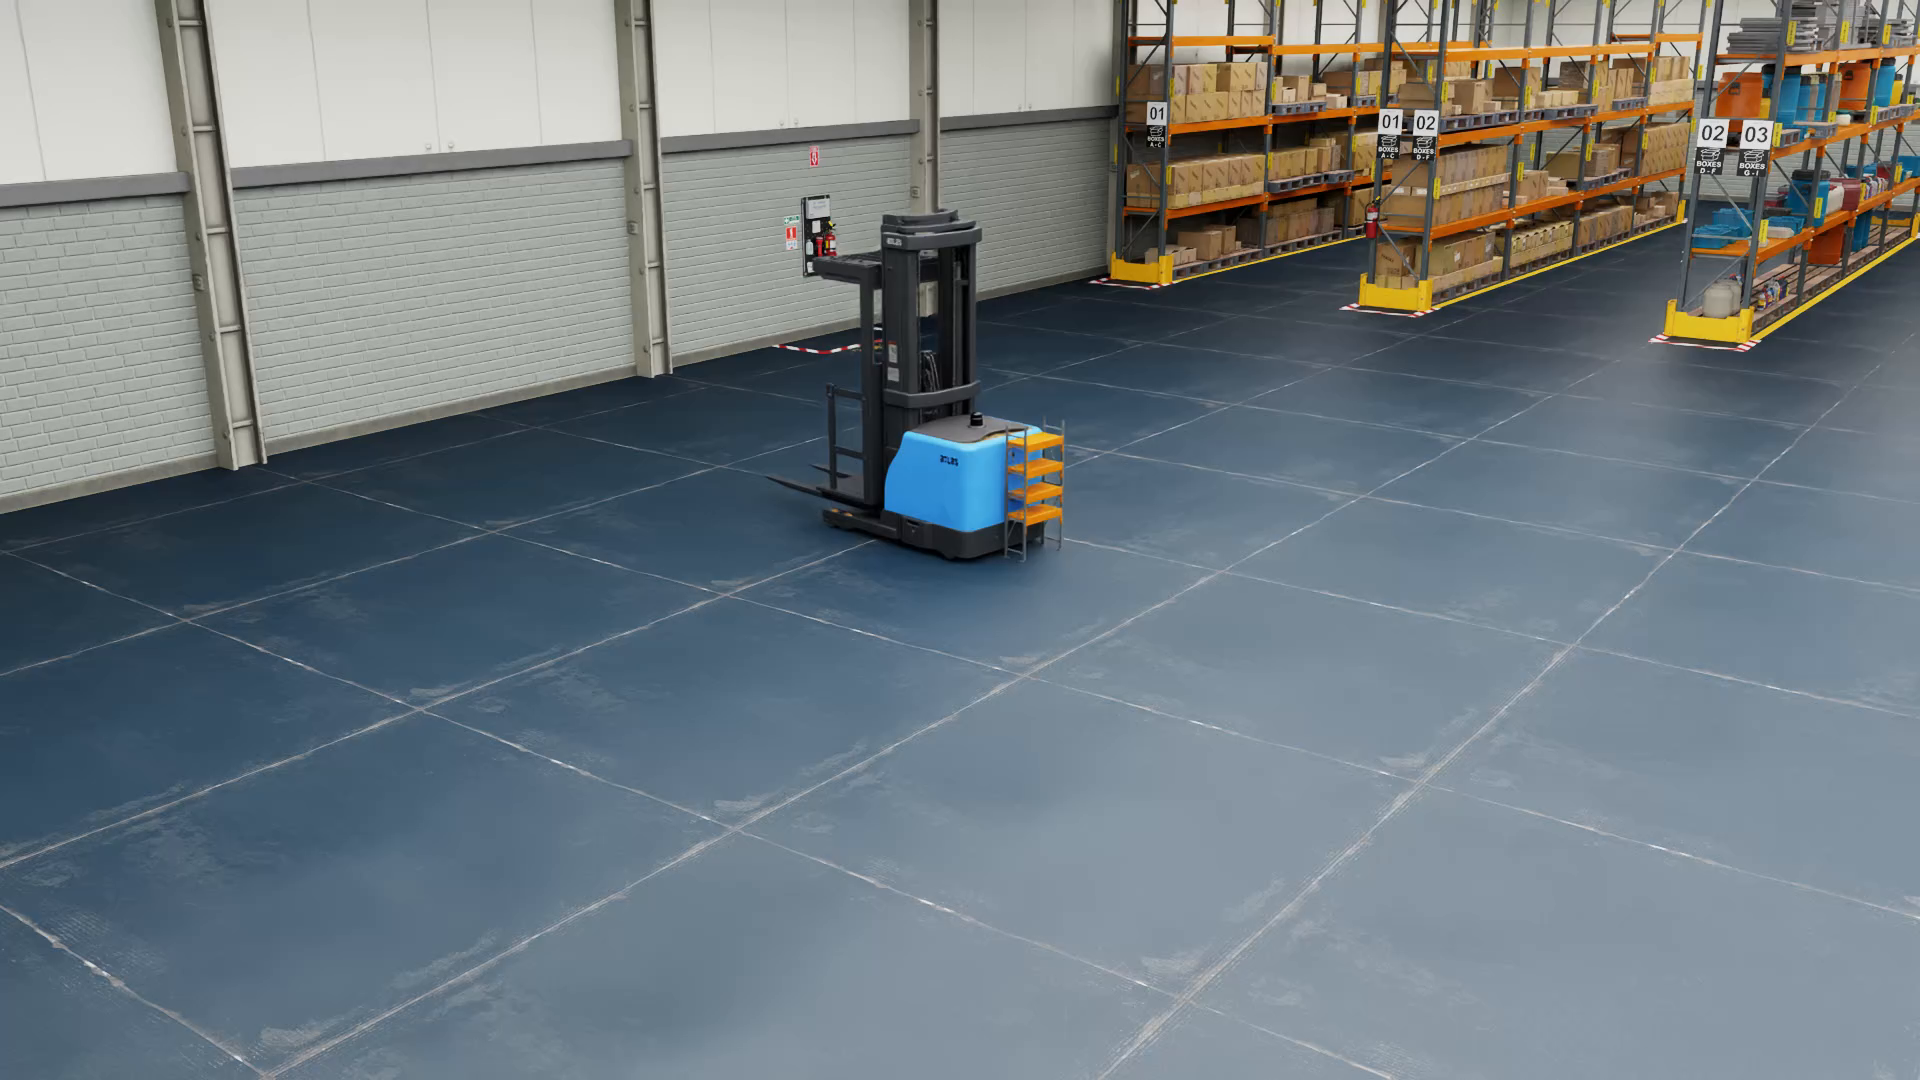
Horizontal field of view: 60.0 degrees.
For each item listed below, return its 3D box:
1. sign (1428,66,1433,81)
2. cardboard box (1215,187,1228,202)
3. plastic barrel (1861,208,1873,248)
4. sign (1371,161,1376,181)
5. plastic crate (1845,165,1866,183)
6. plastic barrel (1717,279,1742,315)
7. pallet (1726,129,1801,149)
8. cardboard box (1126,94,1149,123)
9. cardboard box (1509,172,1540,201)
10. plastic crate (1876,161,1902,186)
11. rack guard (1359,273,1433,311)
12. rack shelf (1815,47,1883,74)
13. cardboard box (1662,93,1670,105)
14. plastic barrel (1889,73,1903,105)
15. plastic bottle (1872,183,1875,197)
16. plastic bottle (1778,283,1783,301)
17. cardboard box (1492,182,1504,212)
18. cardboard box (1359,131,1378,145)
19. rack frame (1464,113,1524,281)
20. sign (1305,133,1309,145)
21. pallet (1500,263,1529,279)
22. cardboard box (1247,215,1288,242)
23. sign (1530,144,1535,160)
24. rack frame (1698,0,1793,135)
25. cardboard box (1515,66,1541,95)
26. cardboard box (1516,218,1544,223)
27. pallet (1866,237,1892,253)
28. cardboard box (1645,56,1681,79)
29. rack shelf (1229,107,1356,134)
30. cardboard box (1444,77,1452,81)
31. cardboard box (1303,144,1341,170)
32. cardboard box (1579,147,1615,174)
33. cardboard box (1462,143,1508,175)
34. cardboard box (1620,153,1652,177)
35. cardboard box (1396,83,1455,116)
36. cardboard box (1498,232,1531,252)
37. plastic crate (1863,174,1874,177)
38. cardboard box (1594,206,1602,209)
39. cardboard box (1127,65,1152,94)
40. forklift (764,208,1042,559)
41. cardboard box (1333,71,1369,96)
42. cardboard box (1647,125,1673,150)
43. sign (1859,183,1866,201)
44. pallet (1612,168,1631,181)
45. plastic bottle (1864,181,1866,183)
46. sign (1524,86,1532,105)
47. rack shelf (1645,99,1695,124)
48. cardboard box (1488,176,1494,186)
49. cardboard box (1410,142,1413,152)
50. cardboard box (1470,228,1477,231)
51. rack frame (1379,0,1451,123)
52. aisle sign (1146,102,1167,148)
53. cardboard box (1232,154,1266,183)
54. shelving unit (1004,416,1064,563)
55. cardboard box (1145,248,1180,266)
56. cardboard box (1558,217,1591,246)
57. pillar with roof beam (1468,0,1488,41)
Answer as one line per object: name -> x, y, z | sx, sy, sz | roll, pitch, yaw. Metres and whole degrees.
sign -> 10.889, -10.807, 38.532 | 0.100, 0.325, 0.005 | 12, 21, 35
cardboard box -> 4.752, -6.577, 31.590 | 0.500, 0.250, 0.500 | 13, 21, 35
plastic barrel -> 18.066, -6.392, 33.605 | 0.600, 0.901, 0.708 | 12, 21, 35
sign -> 6.850, -6.103, 27.494 | 0.100, 0.325, 0.005 | 12, 21, 35
plastic crate -> 18.408, -7.512, 34.309 | 0.392, 0.384, 0.575 | 12, 21, 35
plastic barrel -> 11.883, -3.764, 25.799 | 0.421, 0.512, 0.421 | 0, 17, 0
pallet -> 11.825, -5.984, 24.722 | 1.003, 0.211, 1.213 | 12, 21, 35
cardboard box -> 3.343, -7.846, 30.199 | 0.500, 0.500, 0.500 | 14, 22, 39
cardboard box -> 10.744, -6.763, 31.803 | 0.500, 0.500, 0.500 | 12, 21, 35
plastic crate -> 19.137, -7.548, 34.287 | 0.402, 0.464, 0.583 | 12, 21, 35
rack guard -> 7.264, -4.139, 27.734 | 1.175, 0.500, 0.348 | 12, 21, 35
rack shelf -> 14.829, -8.221, 28.438 | 1.077, 0.370, 4.000 | 12, 21, 35
cardboard box -> 15.517, -9.866, 37.159 | 0.500, 0.250, 0.500 | 12, 21, 35
plastic barrel -> 18.023, -8.790, 32.413 | 0.600, 0.588, 0.600 | 0, 17, 0
plastic bottle -> 17.692, -6.815, 32.348 | 0.152, 0.276, 0.135 | 12, 21, 35
plastic bottle -> 13.307, -4.031, 27.012 | 0.061, 0.283, 0.133 | 14, 22, 38
cardboard box -> 9.402, -6.232, 30.091 | 0.700, 0.500, 0.500 | 12, 21, 33
cardboard box -> 9.156, -8.986, 37.160 | 0.500, 0.250, 0.500 | 13, 21, 35
rack frame -> 9.661, -6.291, 30.449 | 1.000, 3.000, 0.127 | 12, 21, 35
sign -> 7.616, -8.768, 36.475 | 0.100, 0.325, 0.005 | 12, 21, 35
pallet -> 10.069, -5.141, 31.450 | 1.003, 0.211, 1.213 | 12, 21, 35
cardboard box -> 6.373, -6.492, 34.570 | 0.700, 0.500, 0.500 | 12, 21, 34
sign -> 11.603, -7.852, 33.659 | 0.100, 0.325, 0.005 | 12, 21, 35
rack frame -> 11.254, -7.327, 23.670 | 1.000, 3.000, 0.127 | 12, 21, 35
cardboard box -> 10.381, -8.490, 30.754 | 0.500, 0.500, 0.500 | 15, 23, 40
cardboard box -> 11.497, -6.326, 33.545 | 0.500, 0.311, 0.500 | 13, 22, 37
pallet -> 18.811, -6.170, 34.763 | 1.003, 0.211, 1.213 | 12, 21, 35
cardboard box -> 16.152, -10.877, 38.307 | 0.700, 0.500, 0.500 | 12, 21, 35
rack shelf -> 6.872, -8.730, 34.461 | 1.077, 0.370, 4.000 | 12, 21, 35
cardboard box -> 11.386, -10.917, 39.664 | 0.500, 0.250, 0.500 | 12, 21, 34
cardboard box -> 7.792, -8.262, 35.887 | 0.700, 0.500, 0.500 | 10, 20, 28
cardboard box -> 13.425, -8.013, 35.118 | 0.700, 0.500, 0.500 | 7, 19, 21
cardboard box -> 9.402, -6.851, 29.898 | 0.700, 0.500, 0.500 | 13, 21, 35
cardboard box -> 14.950, -8.317, 36.806 | 0.500, 0.500, 0.500 | 13, 22, 36
cardboard box -> 7.624, -7.223, 27.277 | 0.797, 0.503, 0.637 | 14, 22, 38
cardboard box -> 10.410, -5.619, 31.268 | 0.500, 0.311, 0.500 | 12, 21, 34
plastic crate -> 19.200, -7.691, 35.301 | 0.293, 0.136, 0.466 | 12, 21, 35
cardboard box -> 13.635, -7.011, 36.243 | 0.500, 0.500, 0.500 | 13, 21, 35
cardboard box -> 3.344, -8.329, 30.066 | 0.500, 0.500, 0.500 | 14, 22, 37
forklift -> -0.648, -1.584, 15.408 | 3.031, 2.935, 1.130 | 16, 24, 42
cardboard box -> 8.580, -10.069, 36.649 | 0.700, 0.500, 0.500 | 11, 20, 32
cardboard box -> 15.855, -9.152, 37.810 | 0.500, 0.500, 0.500 | 13, 22, 36
sign -> 16.466, -6.350, 30.364 | 0.100, 0.325, 0.005 | 12, 21, 35
pallet -> 13.864, -7.933, 36.063 | 1.003, 0.211, 1.213 | 12, 21, 35
plastic bottle -> 17.719, -6.886, 32.583 | 0.097, 0.271, 0.097 | 0, 17, 0
sign -> 10.108, -7.910, 29.602 | 0.100, 0.325, 0.005 | 12, 21, 35
rack shelf -> 15.620, -9.761, 37.781 | 1.077, 0.370, 4.000 | 12, 21, 35
cardboard box -> 9.213, -6.362, 29.415 | 0.380, 0.149, 0.250 | 12, 21, 35
cardboard box -> 10.375, -9.115, 38.842 | 0.500, 0.500, 0.500 | 12, 21, 34
cardboard box -> 9.133, -5.481, 30.506 | 0.500, 0.500, 0.500 | 12, 21, 35
rack frame -> 7.278, -8.203, 26.492 | 1.000, 3.000, 0.127 | 12, 21, 35
aisle sign -> 3.495, -7.384, 29.586 | 0.394, 0.787, 0.004 | 12, 21, 35
cardboard box -> 5.647, -7.294, 32.635 | 0.500, 0.500, 0.500 | 12, 21, 35
shelving unit -> 0.655, -0.448, 14.670 | 0.258, 1.200, 0.503 | 16, 23, 42
cardboard box -> 3.782, -5.287, 31.010 | 0.500, 0.311, 0.500 | 10, 20, 29
cardboard box -> 12.545, -6.318, 34.009 | 0.500, 0.500, 0.500 | 14, 22, 37
pillar with roof beam -> 17.202, -12.924, 41.693 | 9.100, 9.000, 0.400 | 12, 21, 35
